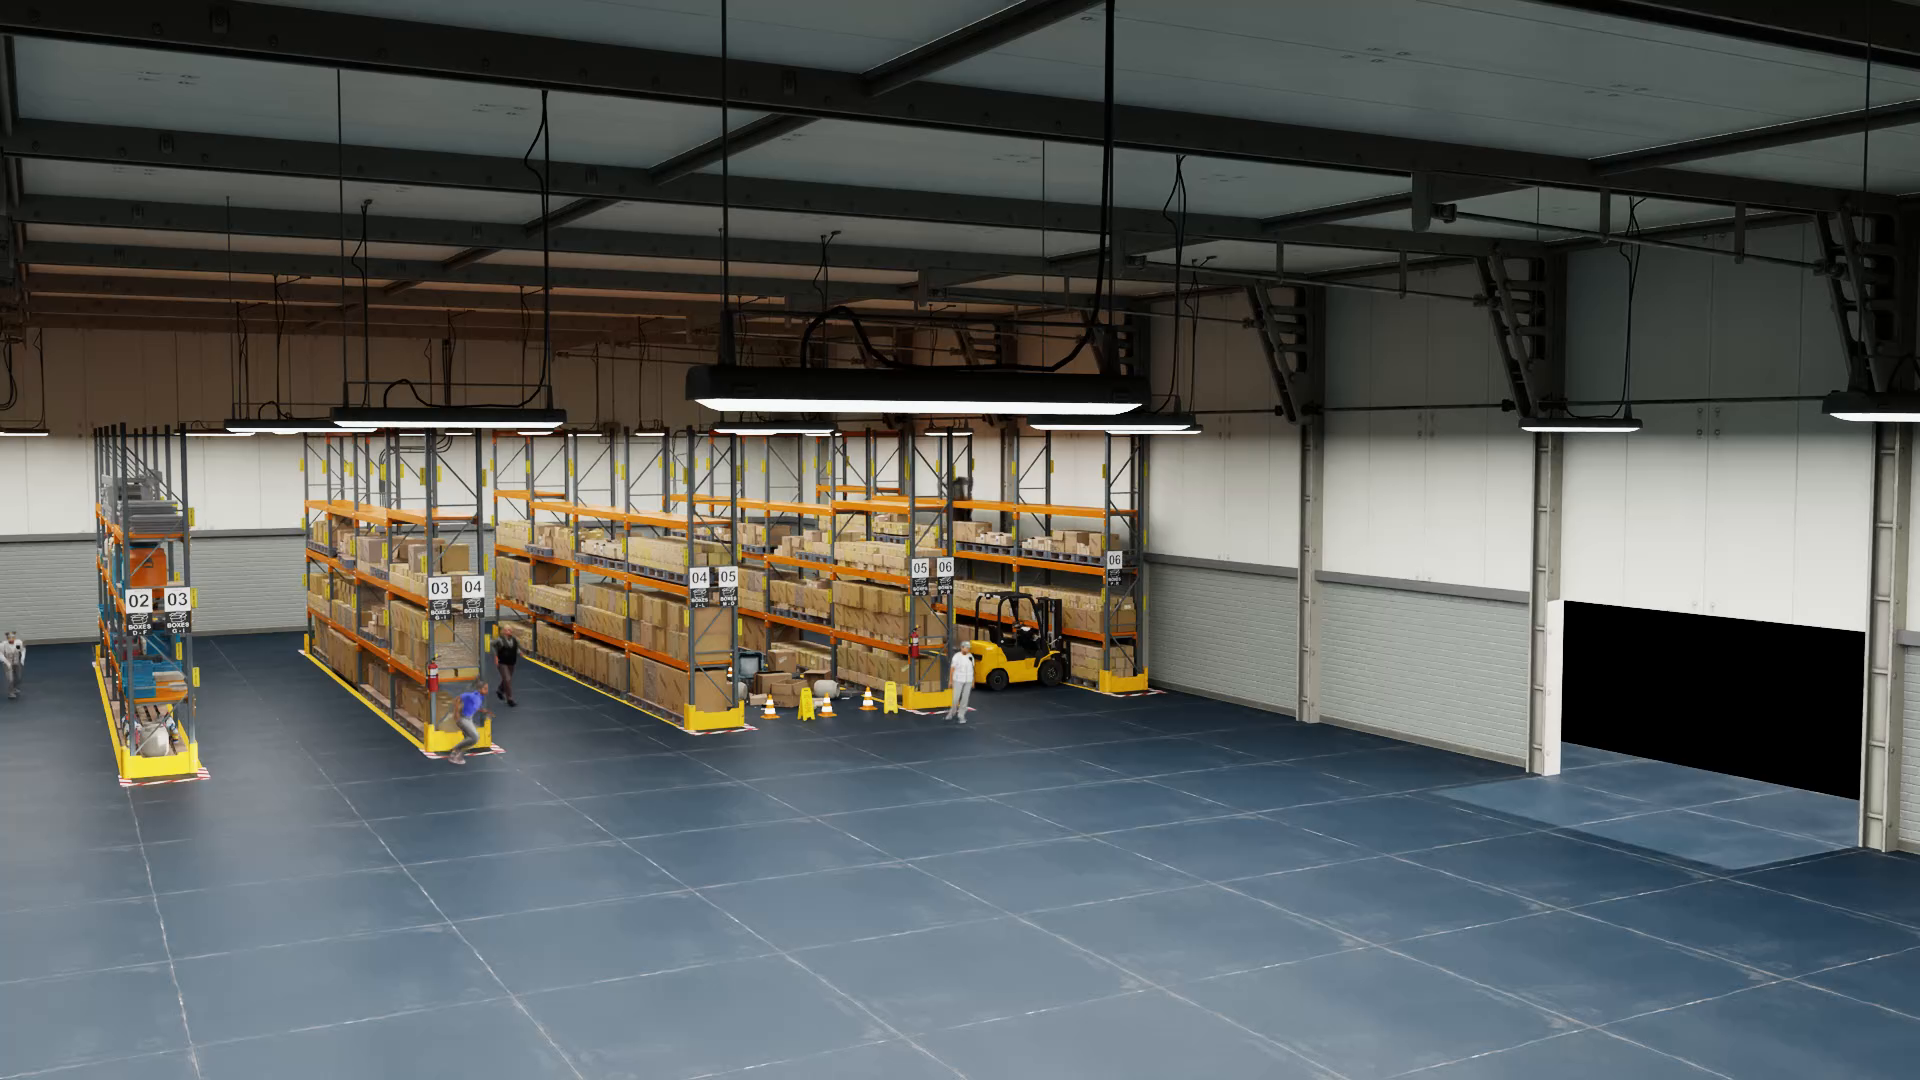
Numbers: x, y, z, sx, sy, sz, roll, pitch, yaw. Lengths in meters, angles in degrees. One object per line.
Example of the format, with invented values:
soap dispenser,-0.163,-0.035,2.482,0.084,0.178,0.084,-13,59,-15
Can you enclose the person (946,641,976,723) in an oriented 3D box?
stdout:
person,0.012,2.858,33.527,0.589,1.653,0.488,-2,4,-25

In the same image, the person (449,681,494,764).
person,-8.618,3.220,29.195,0.837,1.471,0.610,1,4,10

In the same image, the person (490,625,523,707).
person,-9.797,2.689,35.864,0.954,1.718,0.632,3,5,41

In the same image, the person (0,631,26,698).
person,-21.008,2.738,36.802,0.842,1.511,0.586,3,5,40
